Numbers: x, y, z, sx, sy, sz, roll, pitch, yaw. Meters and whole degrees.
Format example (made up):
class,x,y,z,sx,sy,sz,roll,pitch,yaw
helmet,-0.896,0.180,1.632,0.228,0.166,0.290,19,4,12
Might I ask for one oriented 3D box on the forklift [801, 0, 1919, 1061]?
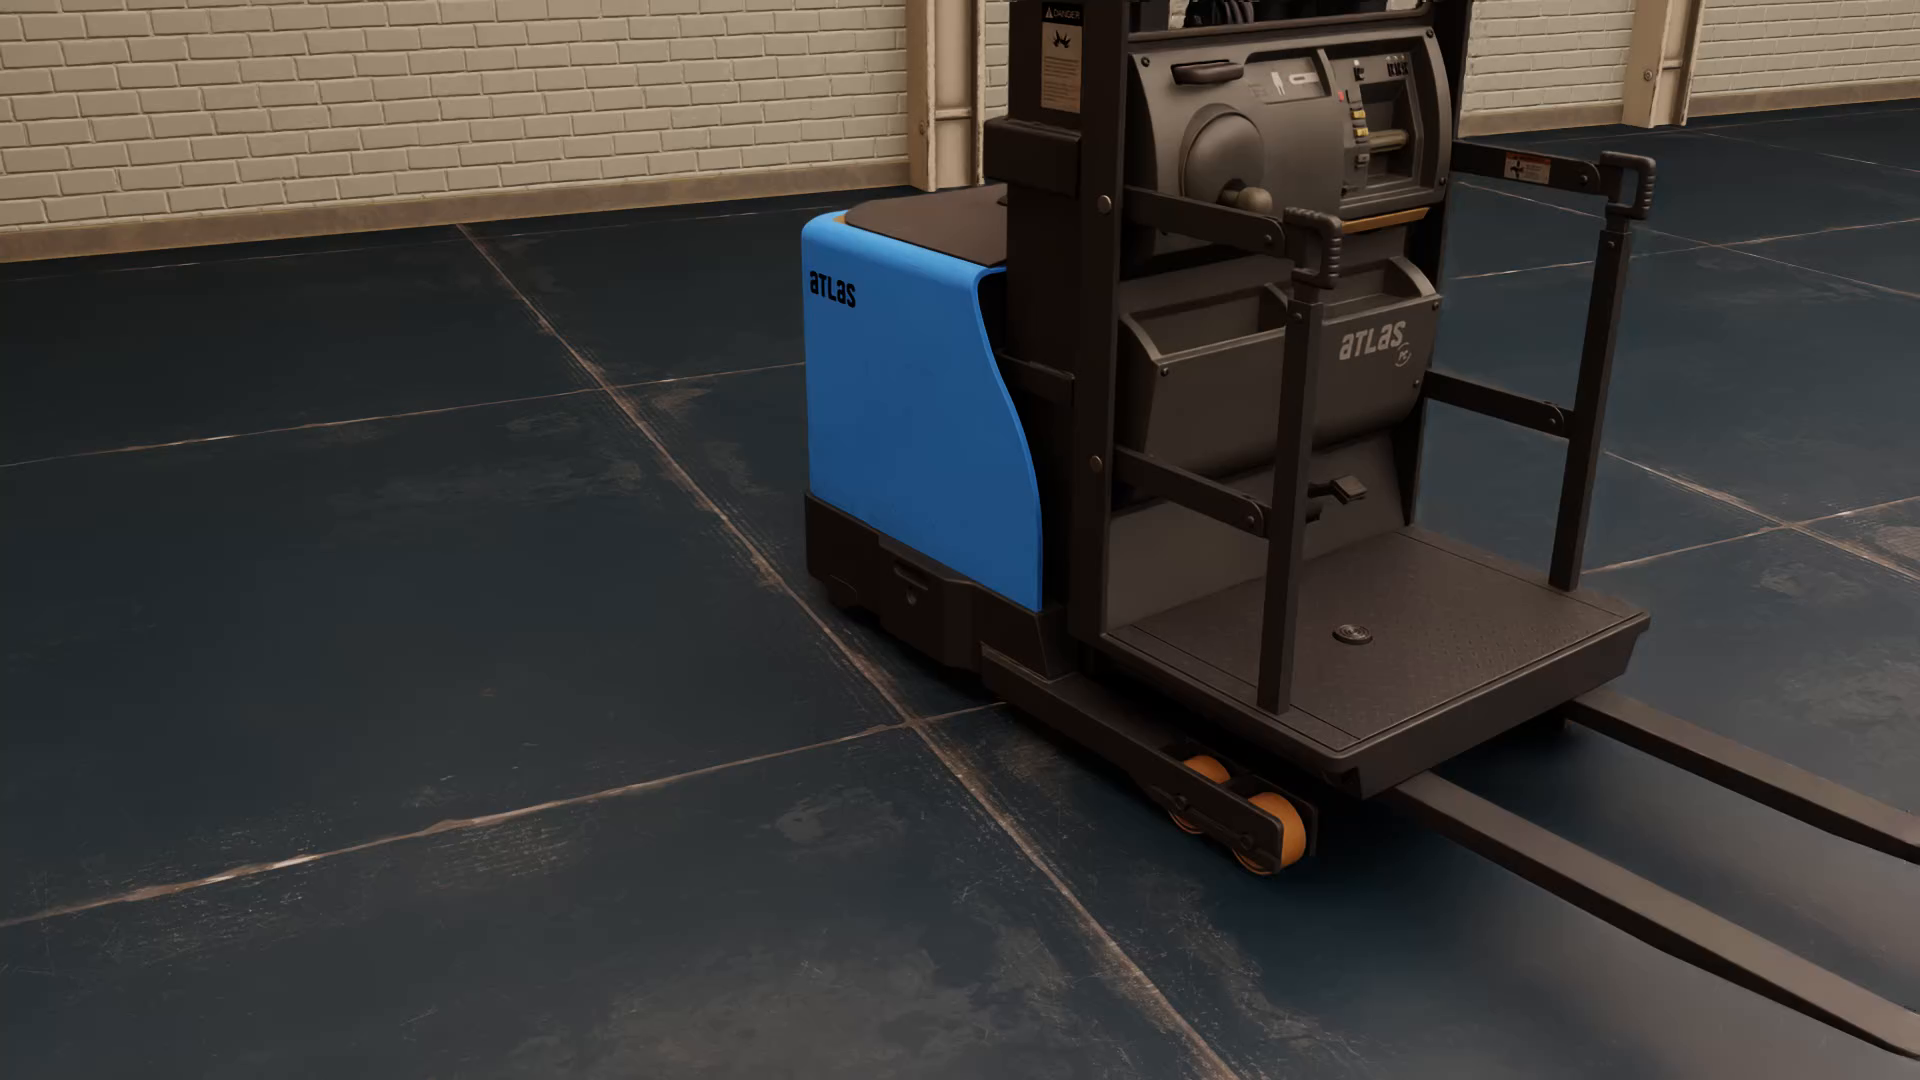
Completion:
class,x,y,z,sx,sy,sz,roll,pitch,yaw
forklift,0.860,-0.876,3.395,1.130,2.935,3.031,-16,28,-34
